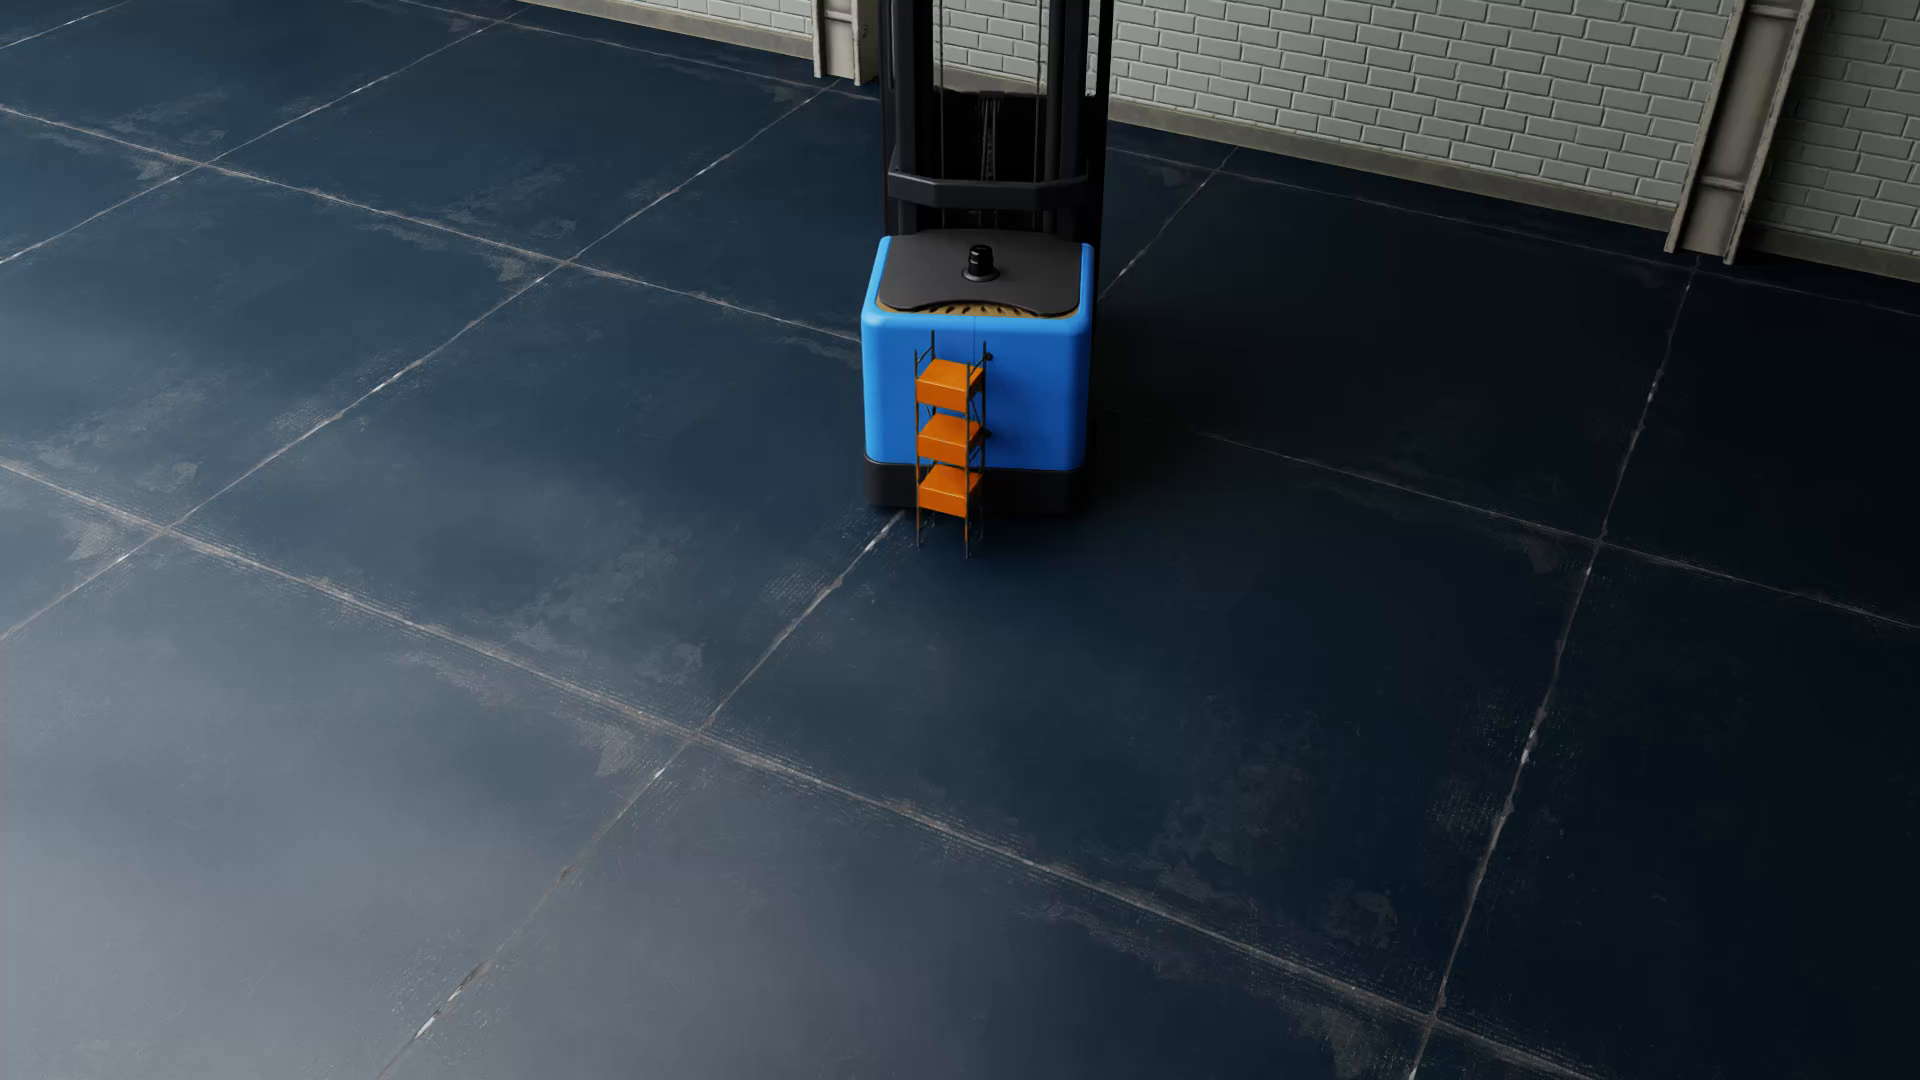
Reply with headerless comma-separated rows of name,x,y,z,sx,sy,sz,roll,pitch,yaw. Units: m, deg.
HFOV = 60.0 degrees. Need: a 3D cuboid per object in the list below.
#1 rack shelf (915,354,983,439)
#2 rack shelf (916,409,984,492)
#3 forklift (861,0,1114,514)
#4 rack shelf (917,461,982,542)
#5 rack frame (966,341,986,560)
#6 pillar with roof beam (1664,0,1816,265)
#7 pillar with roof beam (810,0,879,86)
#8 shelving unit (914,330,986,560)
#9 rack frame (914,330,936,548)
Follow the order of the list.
rack shelf,-0.042,-0.628,7.257,0.240,0.259,0.215,14,40,18
rack shelf,-0.042,-0.402,7.428,0.240,0.259,0.215,14,40,18
forklift,0.183,-2.162,8.175,1.130,2.935,3.031,3,37,4
rack shelf,-0.042,-0.180,7.596,0.240,0.259,0.215,14,40,18
rack frame,0.071,-0.381,7.384,0.008,1.050,0.200,14,40,18
pillar with roof beam,2.519,-3.046,4.321,0.400,9.000,9.100,17,41,21
pillar with roof beam,-2.809,-4.715,6.518,0.400,9.000,9.100,17,41,21
shelving unit,-0.042,-0.410,7.422,0.252,1.050,0.215,14,40,18
rack frame,-0.154,-0.439,7.460,0.008,1.050,0.200,14,40,18
